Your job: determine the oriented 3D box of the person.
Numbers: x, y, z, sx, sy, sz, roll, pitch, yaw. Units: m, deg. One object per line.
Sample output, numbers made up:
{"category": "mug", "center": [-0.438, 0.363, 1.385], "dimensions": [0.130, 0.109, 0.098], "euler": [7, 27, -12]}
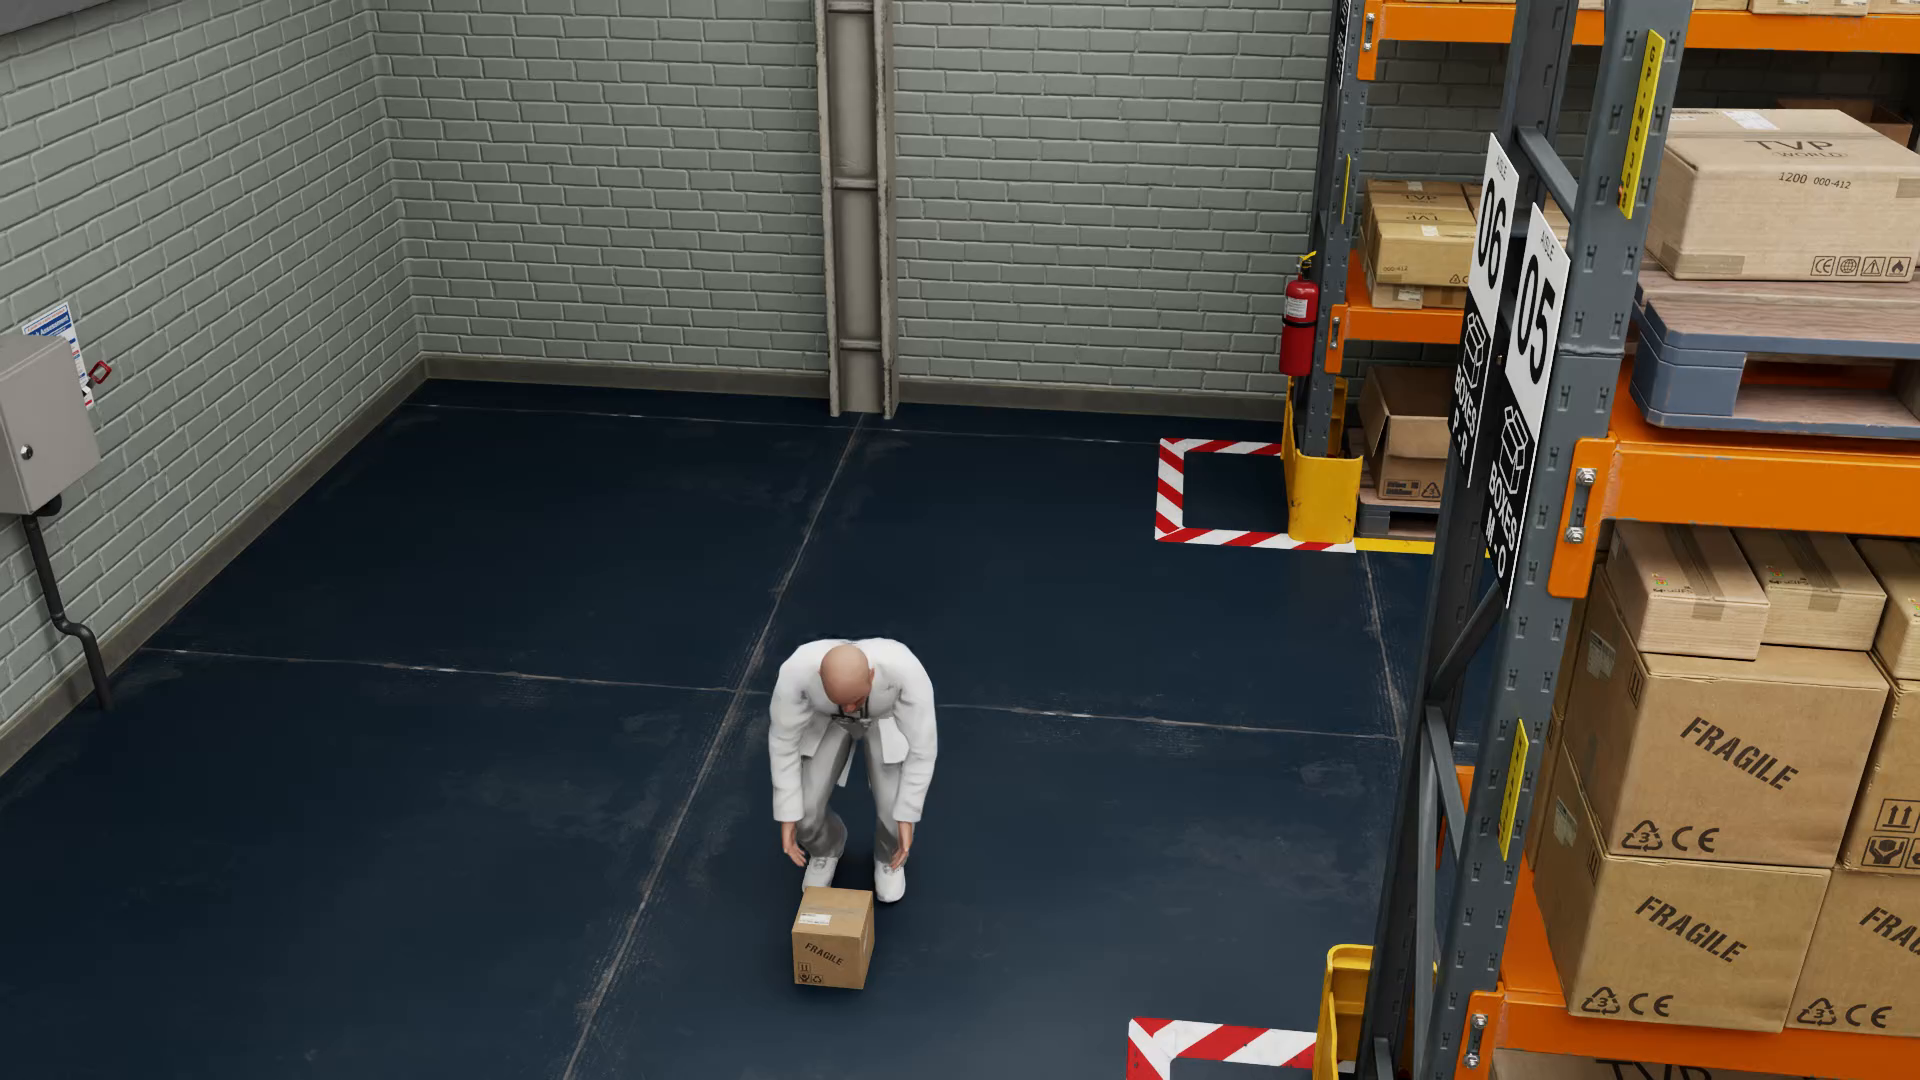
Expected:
{"category": "person", "center": [-0.377, 0.789, 6.197], "dimensions": [0.632, 1.271, 0.793], "euler": [3, 28, 6]}
